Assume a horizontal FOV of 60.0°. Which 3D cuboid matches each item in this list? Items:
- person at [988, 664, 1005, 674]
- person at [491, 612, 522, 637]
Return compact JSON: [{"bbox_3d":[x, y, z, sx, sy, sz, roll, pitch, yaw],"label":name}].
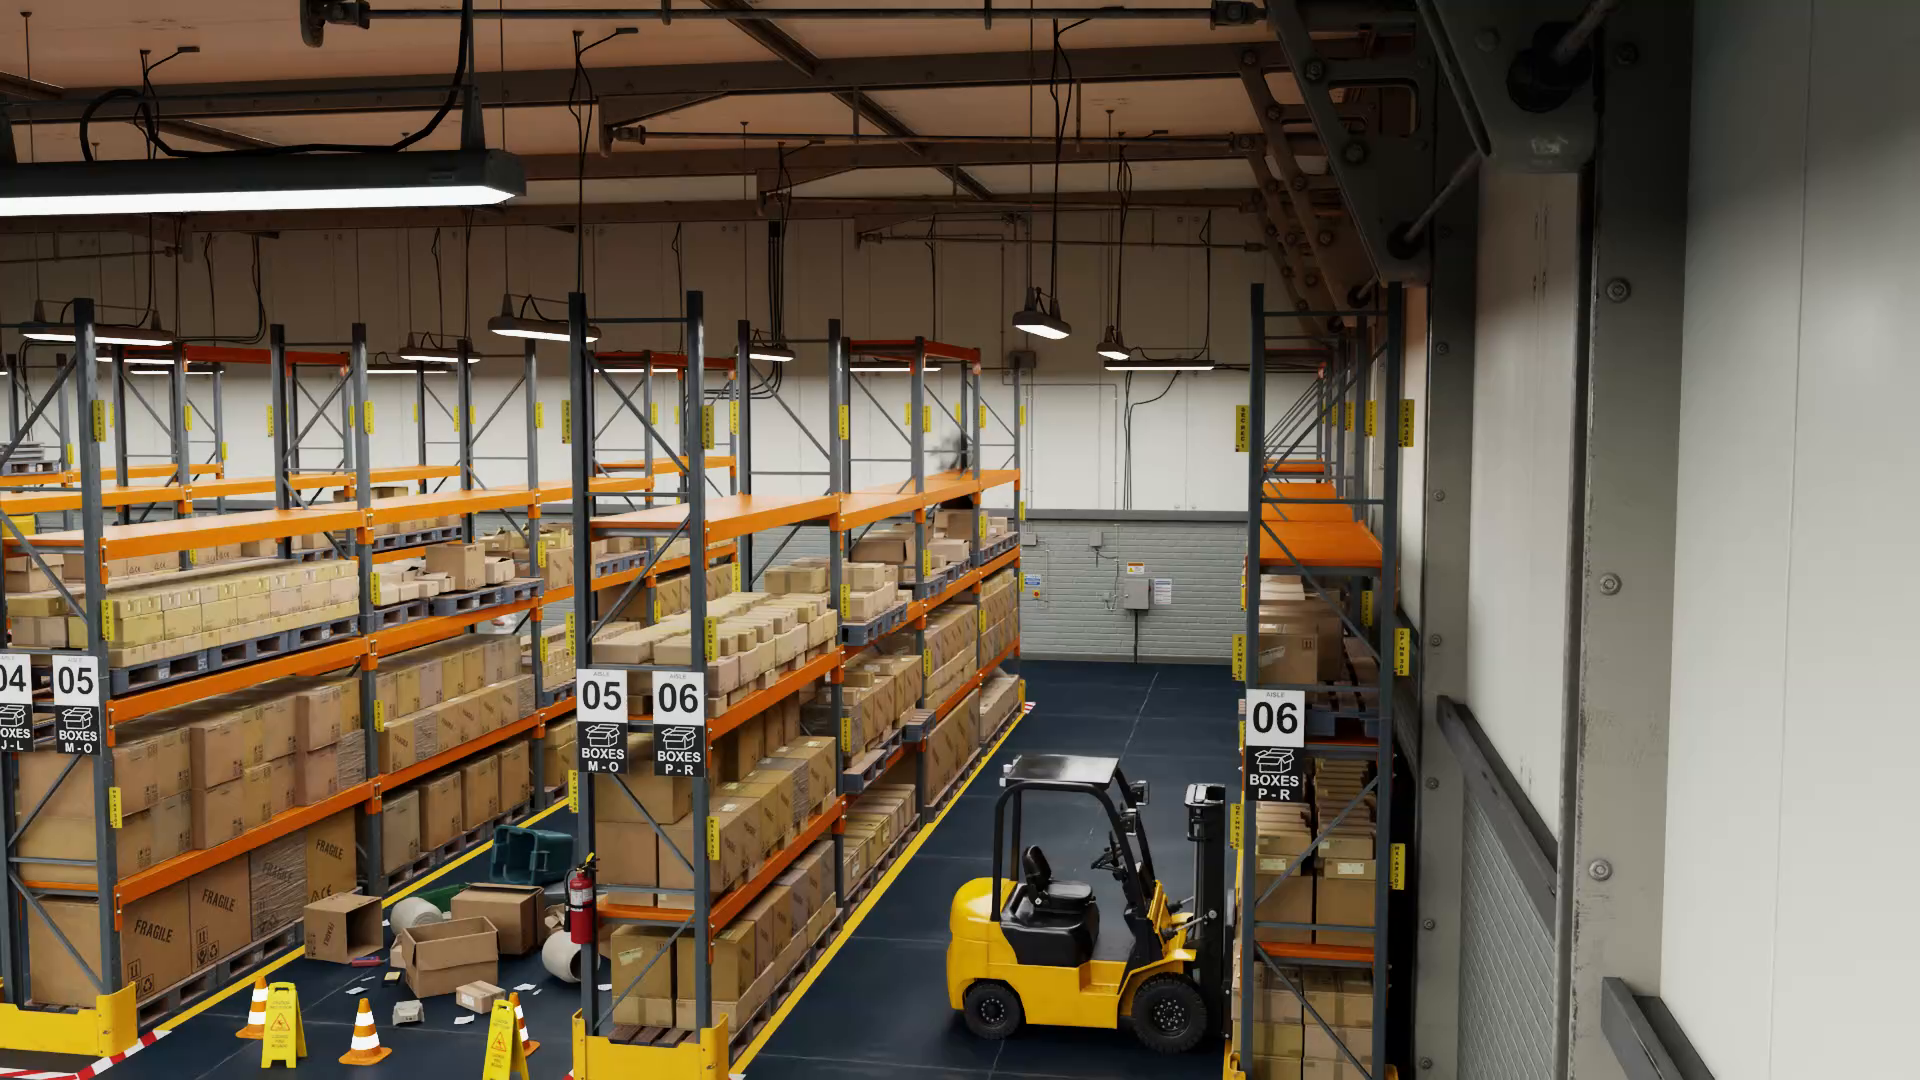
[{"bbox_3d":[0.577,1.966,29.635,0.691,1.774,0.739,1,5,13],"label":"person"},{"bbox_3d":[-8.517,1.762,31.280,0.744,1.772,0.689,4,6,40],"label":"person"}]
